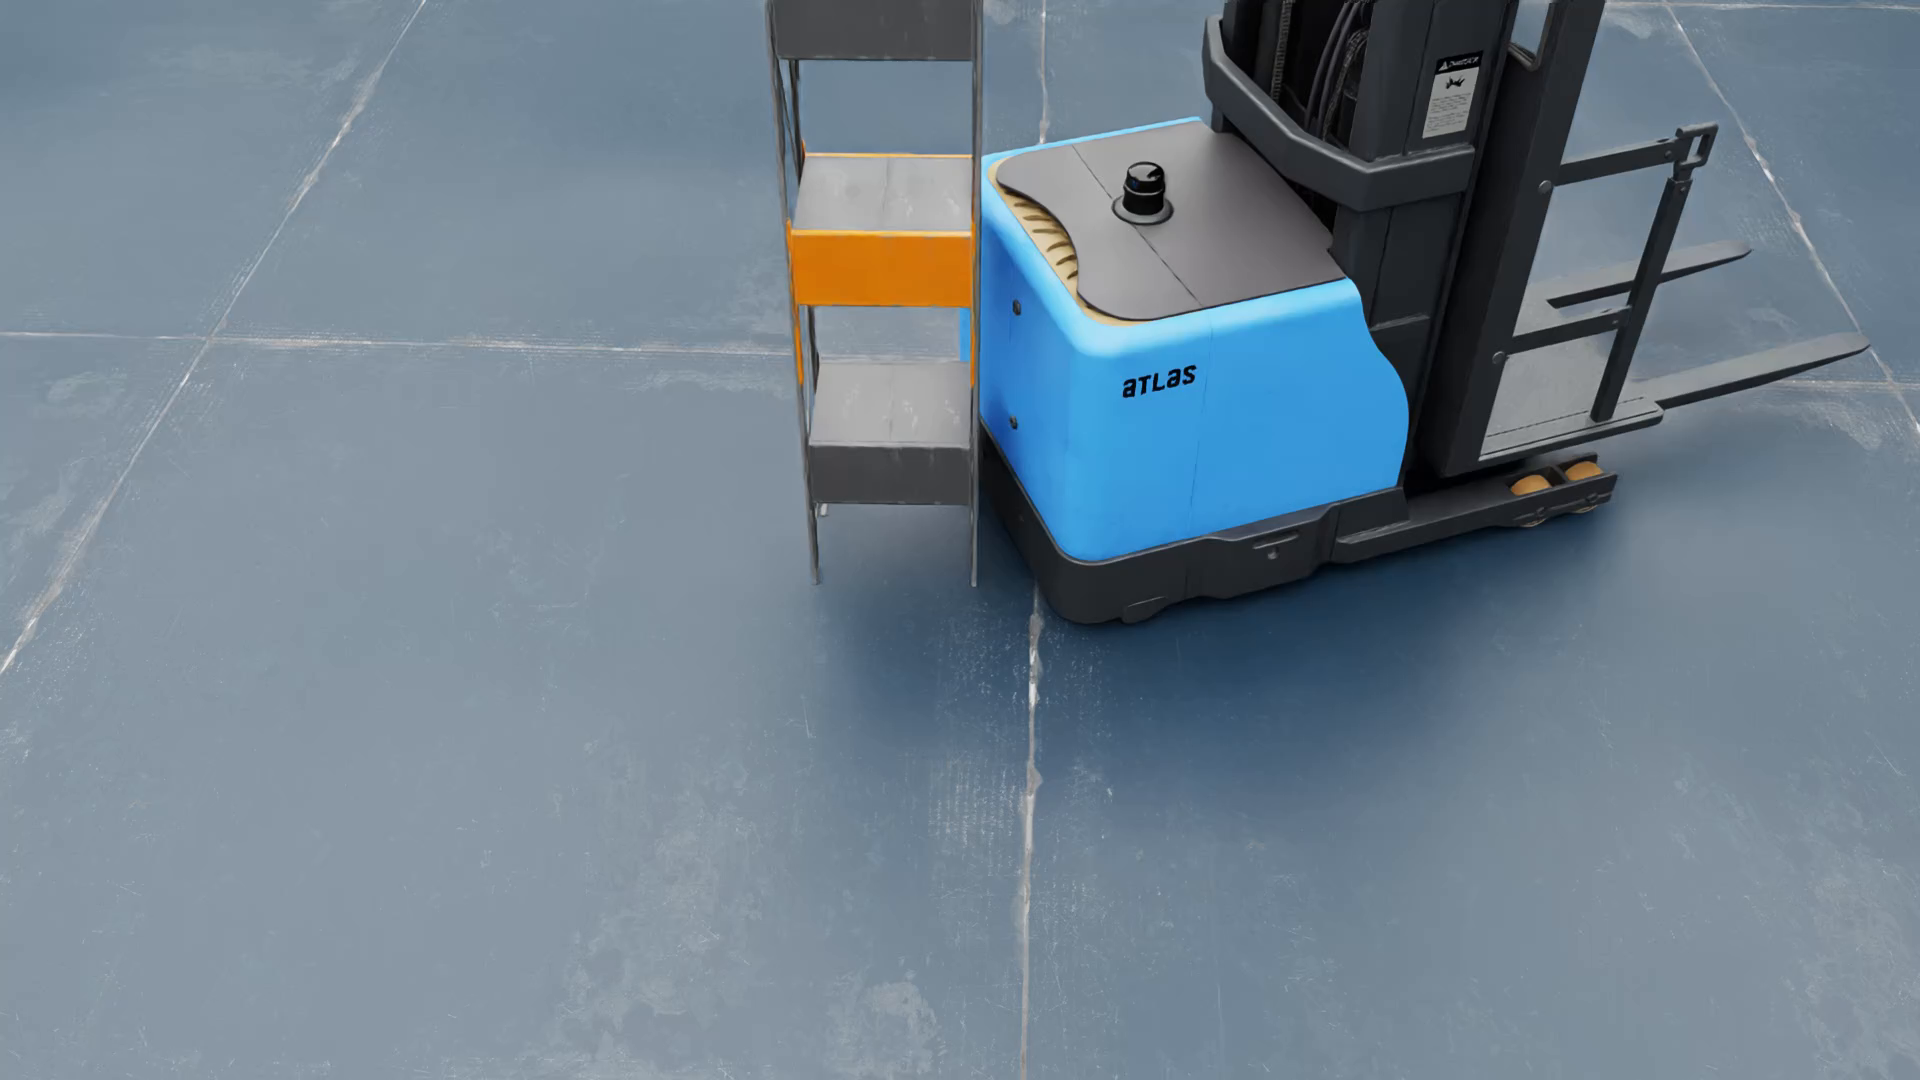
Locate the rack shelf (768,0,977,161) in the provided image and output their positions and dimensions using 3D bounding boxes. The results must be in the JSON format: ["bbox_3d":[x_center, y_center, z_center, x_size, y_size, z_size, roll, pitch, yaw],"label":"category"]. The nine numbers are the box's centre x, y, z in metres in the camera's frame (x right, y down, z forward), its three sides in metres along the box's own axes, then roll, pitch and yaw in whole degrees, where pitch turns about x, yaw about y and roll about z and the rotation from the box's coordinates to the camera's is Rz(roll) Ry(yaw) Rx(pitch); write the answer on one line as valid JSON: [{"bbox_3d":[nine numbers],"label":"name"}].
[{"bbox_3d":[-0.197,-1.264,4.060,0.480,0.518,0.431,1,43,1],"label":"rack shelf"}]

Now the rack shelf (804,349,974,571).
[{"bbox_3d":[-0.197,-0.240,5.014,0.480,0.518,0.431,1,43,1],"label":"rack shelf"}]

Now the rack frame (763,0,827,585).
[{"bbox_3d":[-0.441,-0.766,4.532,0.015,2.100,0.400,1,43,1],"label":"rack frame"}]

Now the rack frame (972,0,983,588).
[{"bbox_3d":[0.047,-0.759,4.524,0.015,2.100,0.400,1,43,1],"label":"rack frame"}]

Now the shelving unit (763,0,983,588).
[{"bbox_3d":[-0.197,-0.762,4.528,0.503,2.100,0.431,1,43,1],"label":"shelving unit"}]

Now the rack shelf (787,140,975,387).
[{"bbox_3d":[-0.197,-0.752,4.537,0.480,0.518,0.431,1,43,1],"label":"rack shelf"}]

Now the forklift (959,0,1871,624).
[{"bbox_3d":[1.557,-1.439,4.645,3.031,2.935,1.130,-14,45,-14],"label":"forklift"}]
